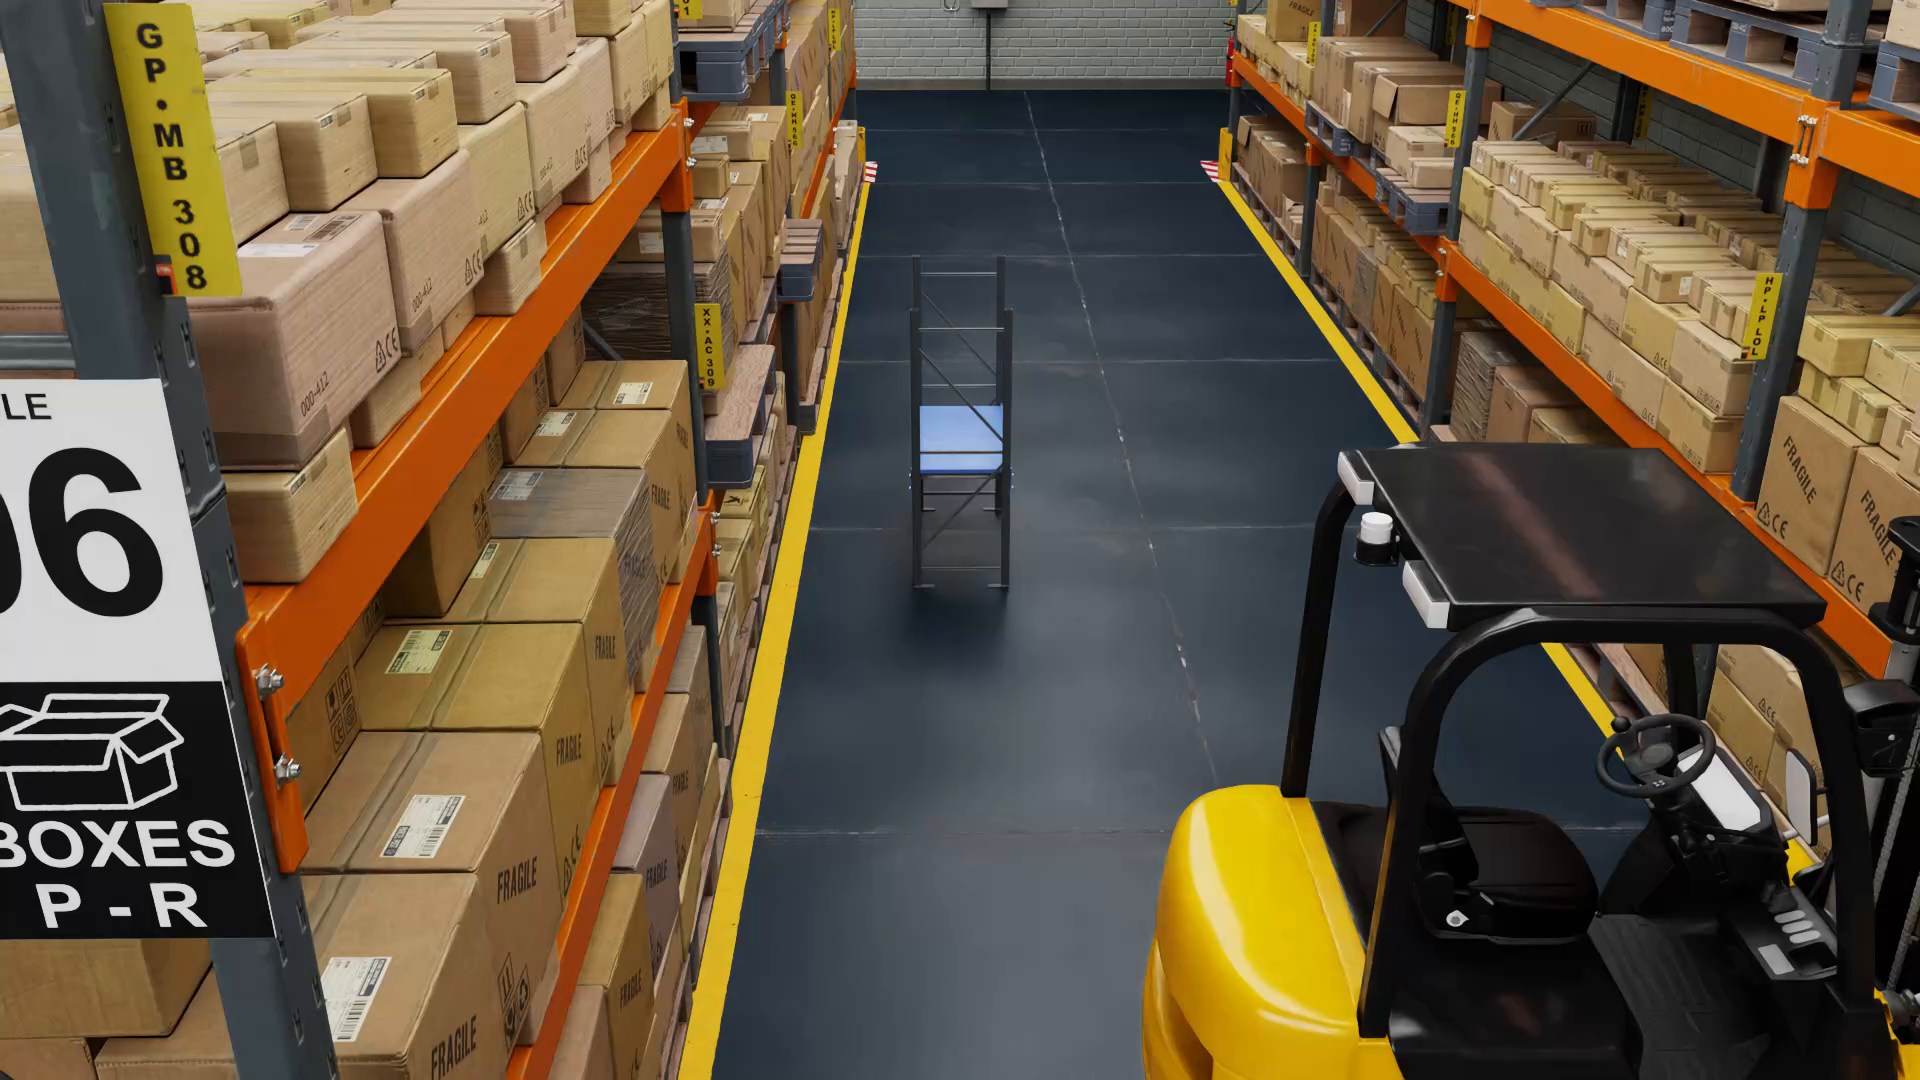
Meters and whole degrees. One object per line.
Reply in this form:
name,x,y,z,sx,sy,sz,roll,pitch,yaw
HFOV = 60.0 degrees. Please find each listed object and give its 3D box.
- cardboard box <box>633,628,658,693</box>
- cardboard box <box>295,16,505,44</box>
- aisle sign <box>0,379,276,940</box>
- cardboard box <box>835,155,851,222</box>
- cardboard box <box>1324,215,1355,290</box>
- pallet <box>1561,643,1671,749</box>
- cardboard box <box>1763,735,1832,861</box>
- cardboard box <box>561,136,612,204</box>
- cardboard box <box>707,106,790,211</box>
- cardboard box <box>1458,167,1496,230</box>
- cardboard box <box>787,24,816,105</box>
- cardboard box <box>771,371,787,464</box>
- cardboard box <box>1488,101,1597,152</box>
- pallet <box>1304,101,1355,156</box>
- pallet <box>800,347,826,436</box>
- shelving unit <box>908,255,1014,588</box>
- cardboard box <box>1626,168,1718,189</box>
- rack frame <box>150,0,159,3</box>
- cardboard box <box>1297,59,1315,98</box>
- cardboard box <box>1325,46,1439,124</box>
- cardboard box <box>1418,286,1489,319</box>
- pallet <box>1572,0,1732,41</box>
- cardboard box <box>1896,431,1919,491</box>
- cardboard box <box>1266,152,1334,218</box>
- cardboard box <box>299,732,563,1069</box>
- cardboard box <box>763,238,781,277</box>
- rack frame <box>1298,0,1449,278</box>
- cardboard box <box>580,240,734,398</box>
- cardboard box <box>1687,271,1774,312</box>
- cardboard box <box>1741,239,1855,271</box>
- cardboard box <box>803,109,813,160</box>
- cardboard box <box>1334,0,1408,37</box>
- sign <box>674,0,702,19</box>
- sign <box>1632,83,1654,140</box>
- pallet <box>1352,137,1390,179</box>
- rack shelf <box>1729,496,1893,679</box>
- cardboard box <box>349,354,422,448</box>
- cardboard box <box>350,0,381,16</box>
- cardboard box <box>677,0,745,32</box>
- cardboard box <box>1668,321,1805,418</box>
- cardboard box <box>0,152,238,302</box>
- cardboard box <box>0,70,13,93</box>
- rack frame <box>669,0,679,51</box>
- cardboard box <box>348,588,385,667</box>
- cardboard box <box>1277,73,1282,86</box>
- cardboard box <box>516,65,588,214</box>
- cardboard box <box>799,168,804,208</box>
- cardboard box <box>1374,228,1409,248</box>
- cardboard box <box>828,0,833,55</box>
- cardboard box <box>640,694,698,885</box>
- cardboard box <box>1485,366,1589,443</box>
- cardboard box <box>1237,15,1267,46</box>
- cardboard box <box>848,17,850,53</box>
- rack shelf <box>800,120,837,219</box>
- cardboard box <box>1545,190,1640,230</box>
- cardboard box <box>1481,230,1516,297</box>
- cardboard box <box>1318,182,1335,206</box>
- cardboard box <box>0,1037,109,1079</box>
cardboard box,-1.147,0.351,5.138,0.380,0.149,0.250,-1,24,-1
cardboard box,-1.211,-1.055,3.639,0.380,0.149,0.250,0,24,1
aisle sign,-1.115,0.175,2.068,0.394,0.787,0.004,0,24,-1
cardboard box,-1.466,-3.261,15.420,0.875,0.438,0.875,-1,24,-2
cardboard box,3.203,-2.266,13.143,0.500,0.500,0.500,-1,24,-1
pallet,3.447,0.630,7.600,1.003,0.211,1.213,0,24,-1
cardboard box,3.198,0.905,5.829,0.500,0.250,0.500,0,24,-1
cardboard box,-1.164,-1.012,4.513,0.380,0.149,0.250,0,24,1
cardboard box,-1.230,-2.147,9.366,0.500,0.500,0.500,-1,24,-2
cardboard box,3.186,-1.960,9.519,0.500,0.250,0.500,0,24,-1
cardboard box,-1.281,-3.292,11.554,0.500,0.500,0.500,0,24,0
cardboard box,-1.517,-0.722,9.886,0.950,0.372,0.625,-2,24,-4
cardboard box,3.601,-2.435,10.362,0.500,0.500,0.500,1,24,2
pallet,3.306,-3.216,12.953,1.003,0.211,1.213,0,24,-1
pallet,-1.446,-1.016,11.239,1.003,0.211,1.213,0,24,-1
shelving unit,0.001,-0.648,8.863,0.538,1.500,1.048,0,24,-1
cardboard box,3.785,-1.878,8.853,0.380,0.149,0.250,-1,24,-2
rack frame,-6.505,-3.545,13.449,1.000,3.000,0.127,0,24,-1
cardboard box,3.157,-3.909,14.074,0.500,0.250,0.500,0,24,1
cardboard box,3.194,-3.456,12.621,0.700,0.500,0.500,0,24,0
cardboard box,3.192,-1.535,10.741,0.380,0.149,0.250,-1,24,-3
pallet,3.562,-2.525,7.783,1.003,0.211,1.213,1,24,2
cardboard box,3.198,-0.229,5.208,0.380,0.149,0.250,0,24,1
cardboard box,3.257,-3.301,15.433,0.700,0.500,0.500,-1,24,-3
cardboard box,-1.162,0.745,3.481,0.500,0.500,0.500,0,24,1
cardboard box,-1.139,-1.473,8.662,0.380,0.149,0.250,0,24,0
rack frame,3.407,-3.633,13.643,1.000,3.000,0.127,0,24,-1
cardboard box,-1.188,-0.880,6.563,0.500,0.500,0.500,0,24,1
cardboard box,3.297,-1.025,6.967,0.380,0.149,0.250,0,24,-1
cardboard box,3.752,-1.245,7.454,0.380,0.149,0.250,0,24,-1
cardboard box,-1.269,-2.749,11.263,0.500,0.250,0.500,0,24,-1
cardboard box,3.657,-4.657,14.817,0.500,0.500,0.500,-1,24,-2
sign,-0.927,-1.921,5.589,0.100,0.325,0.005,0,24,-1
sign,4.005,-2.516,9.768,0.100,0.325,0.005,0,24,-1
pallet,3.425,-2.699,11.810,1.003,0.211,1.213,0,24,-1
rack shelf,3.516,0.815,4.680,1.077,0.370,4.000,0,24,-1
cardboard box,-1.166,-0.272,2.876,0.380,0.149,0.250,0,24,1
cardboard box,-1.737,-1.371,4.338,0.380,0.149,0.250,-1,24,-2
cardboard box,-1.075,-2.045,6.164,0.500,0.250,0.500,-1,24,-2
cardboard box,3.233,-0.697,6.727,0.500,0.250,0.500,-1,24,-2
cardboard box,-1.226,-0.427,2.252,0.380,0.149,0.250,0,24,-1
cardboard box,-1.661,-0.734,2.931,0.380,0.149,0.250,0,24,0
rack frame,-1.469,-3.046,5.065,1.000,3.000,0.127,0,24,-1
cardboard box,-1.756,0.071,3.757,0.700,0.500,0.500,-1,24,-1
cardboard box,3.152,-4.285,15.389,0.380,0.149,0.250,0,24,-1
cardboard box,-1.177,-0.938,3.866,0.500,0.250,0.500,0,24,1
cardboard box,-1.290,-2.307,10.893,0.500,0.250,0.500,-1,24,-2
cardboard box,3.254,-2.183,12.174,0.380,0.149,0.250,0,24,0
cardboard box,-1.320,-4.308,13.800,0.500,0.500,0.500,0,24,0
cardboard box,-1.187,0.859,5.627,0.500,0.500,0.500,0,24,0
cardboard box,3.459,-0.568,9.238,0.875,0.625,0.625,1,24,1
cardboard box,3.099,-5.160,16.841,0.500,0.250,0.500,0,24,0
cardboard box,-1.340,-4.899,16.320,0.500,0.500,0.500,-1,24,-2
rack shelf,-1.535,-2.457,11.916,1.077,0.370,4.000,0,24,-1
cardboard box,3.184,-1.661,8.375,0.380,0.149,0.250,0,24,1
cardboard box,3.211,-1.525,9.164,0.500,0.250,0.500,-1,24,-2
cardboard box,3.145,-2.832,13.608,0.380,0.149,0.250,1,24,2
cardboard box,-1.707,0.932,3.067,0.500,0.500,0.500,-1,24,-1
